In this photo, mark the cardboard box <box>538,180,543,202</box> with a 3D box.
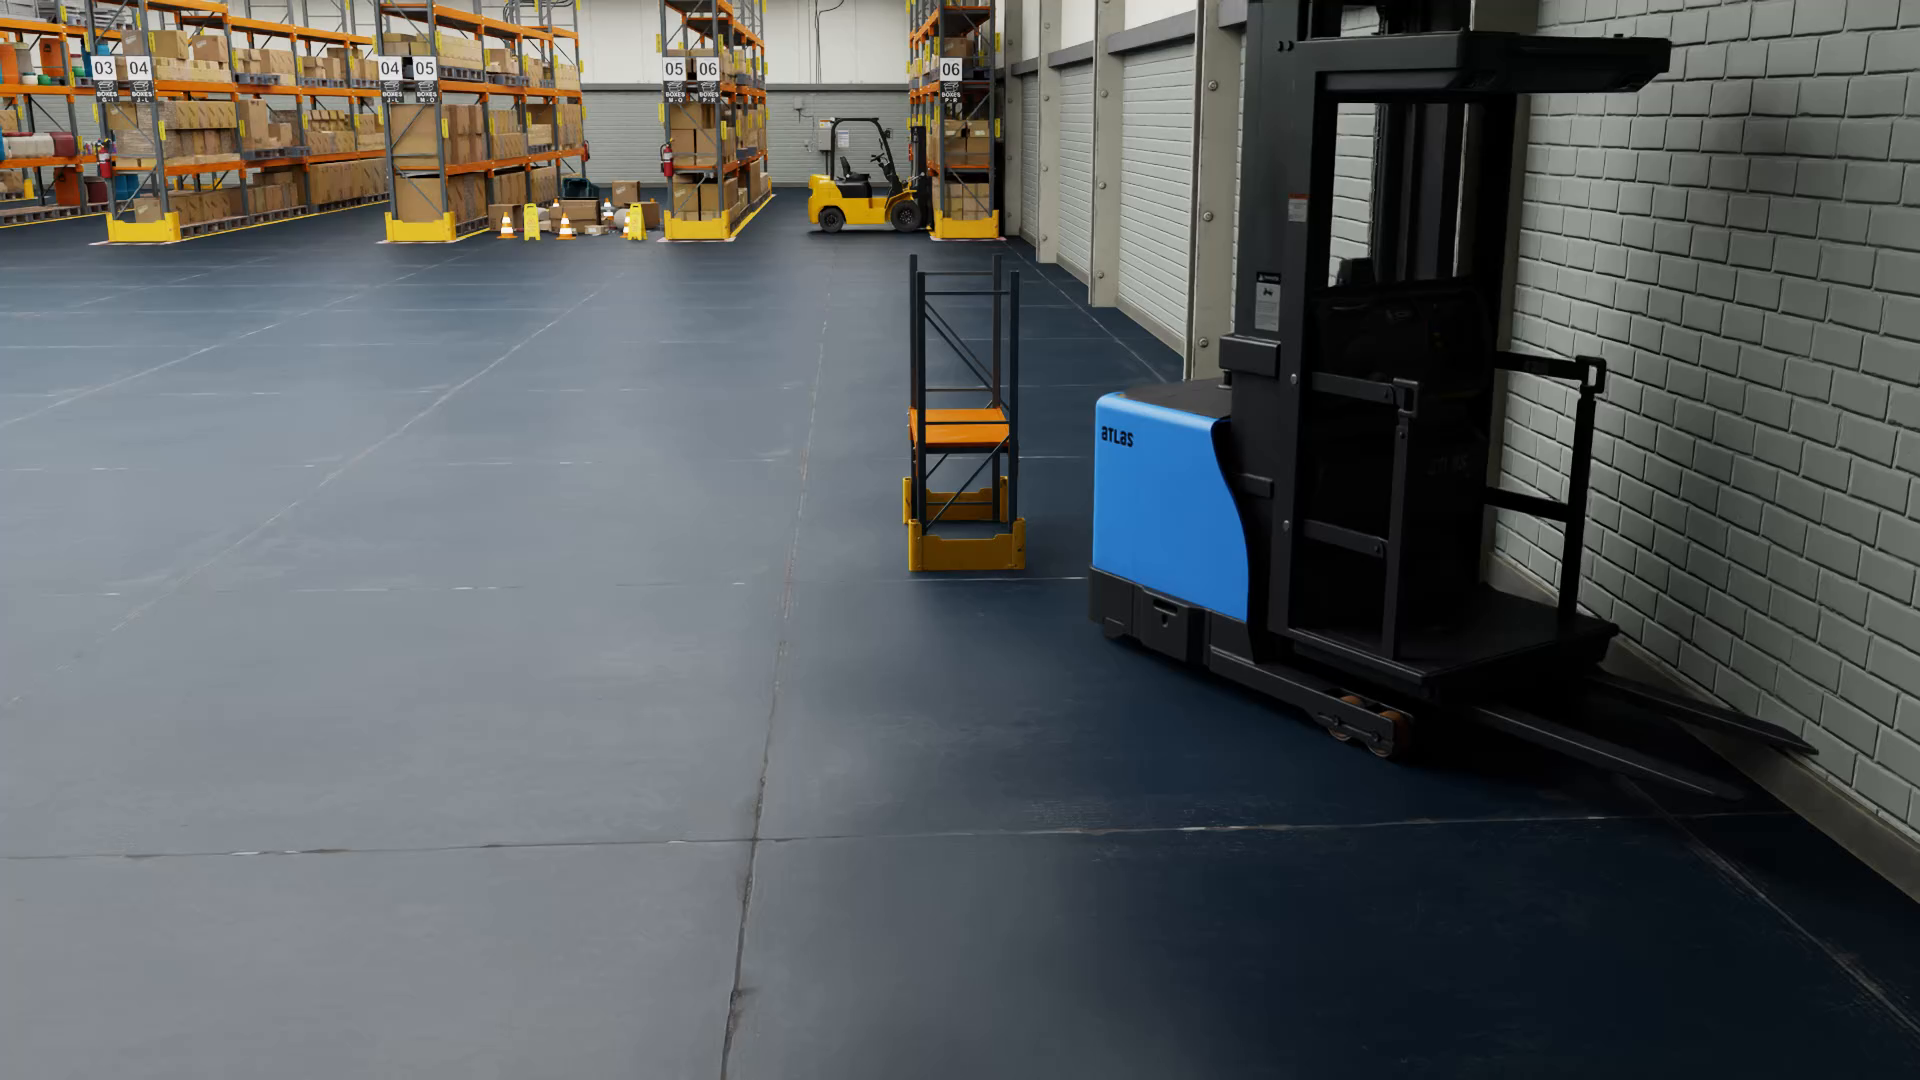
[{"bbox_3d":[-10.081,-8.183,38.985,0.500,0.500,0.500,-1,14,-3],"label":"cardboard box"}]

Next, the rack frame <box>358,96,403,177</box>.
[{"bbox_3d":[-15.709,-10.824,45.074,1.000,3.000,0.127,-1,14,-3],"label":"rack frame"}]

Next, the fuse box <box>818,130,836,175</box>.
[{"bbox_3d":[-4.085,-11.751,51.263,0.539,1.711,0.414,-1,14,-3],"label":"fuse box"}]

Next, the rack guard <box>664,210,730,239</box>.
[{"bbox_3d":[-4.832,-5.806,30.588,1.175,0.500,0.348,-1,14,-3],"label":"rack guard"}]

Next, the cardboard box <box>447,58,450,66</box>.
[{"bbox_3d":[-9.494,-8.695,30.240,0.380,0.149,0.250,-1,14,-3],"label":"cardboard box"}]

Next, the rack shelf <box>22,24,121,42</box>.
[{"bbox_3d":[-20.281,-11.618,38.369,1.077,0.370,4.000,-1,14,-3],"label":"rack shelf"}]

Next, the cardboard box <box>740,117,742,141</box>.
[{"bbox_3d":[-4.849,-8.634,34.922,0.500,0.500,0.500,-1,14,-3],"label":"cardboard box"}]

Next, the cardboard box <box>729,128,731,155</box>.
[{"bbox_3d":[-4.687,-7.694,32.112,0.500,0.500,0.500,-1,14,-5],"label":"cardboard box"}]

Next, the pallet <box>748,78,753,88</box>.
[{"bbox_3d":[-5.416,-10.508,38.205,1.213,0.211,1.003,0,14,-1],"label":"pallet"}]

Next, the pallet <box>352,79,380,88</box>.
[{"bbox_3d":[-15.574,-11.745,42.813,1.003,0.211,1.213,-1,14,-3],"label":"pallet"}]

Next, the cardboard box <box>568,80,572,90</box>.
[{"bbox_3d":[-10.352,-11.764,43.009,0.500,0.250,0.500,0,14,-1],"label":"cardboard box"}]

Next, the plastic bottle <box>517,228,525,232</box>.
[{"bbox_3d":[-8.477,-6.042,32.386,0.283,0.061,0.133,-6,16,-23],"label":"plastic bottle"}]

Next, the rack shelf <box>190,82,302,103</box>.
[{"bbox_3d":[-15.090,-9.441,35.124,1.077,0.370,4.000,-1,14,-3],"label":"rack shelf"}]

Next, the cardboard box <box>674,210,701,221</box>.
[{"bbox_3d":[-5.147,-6.072,31.282,0.500,0.250,0.500,-1,14,-4],"label":"cardboard box"}]

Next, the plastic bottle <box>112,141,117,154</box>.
[{"bbox_3d":[-19.921,-9.239,39.148,0.061,0.283,0.133,-1,14,-3],"label":"plastic bottle"}]

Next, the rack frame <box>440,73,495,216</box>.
[{"bbox_3d":[-10.009,-7.891,33.675,1.000,3.000,0.127,-1,14,-3],"label":"rack frame"}]

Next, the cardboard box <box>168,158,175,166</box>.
[{"bbox_3d":[-14.494,-6.860,30.172,0.380,0.149,0.250,-1,14,-3],"label":"cardboard box"}]

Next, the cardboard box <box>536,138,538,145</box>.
[{"bbox_3d":[-10.167,-9.411,39.246,0.380,0.149,0.250,-1,14,-3],"label":"cardboard box"}]

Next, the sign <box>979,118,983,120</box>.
[{"bbox_3d":[0.433,-8.536,34.288,0.100,0.325,0.005,-1,14,-3],"label":"sign"}]

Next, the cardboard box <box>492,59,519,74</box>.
[{"bbox_3d":[-9.893,-10.292,36.121,0.500,0.311,0.500,-1,14,-3],"label":"cardboard box"}]

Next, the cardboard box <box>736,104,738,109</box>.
[{"bbox_3d":[-5.815,-10.968,42.124,0.380,0.149,0.250,-1,14,-2],"label":"cardboard box"}]

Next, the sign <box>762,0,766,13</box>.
[{"bbox_3d":[-5.276,-14.378,44.813,0.100,0.325,0.005,-1,14,-3],"label":"sign"}]

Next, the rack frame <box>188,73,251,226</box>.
[{"bbox_3d":[-14.966,-7.839,33.475,1.000,3.000,0.127,-1,14,-3],"label":"rack frame"}]

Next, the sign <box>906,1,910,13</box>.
[{"bbox_3d":[-1.406,-14.442,45.064,0.100,0.325,0.005,-1,14,-3],"label":"sign"}]

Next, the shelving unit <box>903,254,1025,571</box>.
[{"bbox_3d":[0.005,-0.707,8.766,0.587,1.500,1.083,-1,14,-3],"label":"shelving unit"}]

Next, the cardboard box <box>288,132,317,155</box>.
[{"bbox_3d":[-14.972,-9.008,37.815,0.500,0.500,0.500,0,14,-2],"label":"cardboard box"}]

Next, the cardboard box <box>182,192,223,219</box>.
[{"bbox_3d":[-14.938,-6.590,32.792,0.500,0.500,0.500,4,15,14],"label":"cardboard box"}]

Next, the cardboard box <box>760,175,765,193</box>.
[{"bbox_3d":[-5.558,-9.325,43.548,0.875,0.438,0.875,-1,14,-5],"label":"cardboard box"}]

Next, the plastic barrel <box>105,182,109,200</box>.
[{"bbox_3d":[-20.399,-8.297,39.405,0.421,0.512,0.421,0,14,0],"label":"plastic barrel"}]

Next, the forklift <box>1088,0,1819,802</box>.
[{"bbox_3d":[1.801,-0.771,6.142,1.130,2.935,3.031,-9,17,-32],"label":"forklift"}]

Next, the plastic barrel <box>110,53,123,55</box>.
[{"bbox_3d":[-20.146,-11.276,39.591,0.600,0.588,0.600,0,14,0],"label":"plastic barrel"}]

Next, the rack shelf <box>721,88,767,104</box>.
[{"bbox_3d":[-5.694,-11.584,43.451,1.077,0.370,4.000,-1,14,-3],"label":"rack shelf"}]

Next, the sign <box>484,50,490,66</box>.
[{"bbox_3d":[-9.455,-9.641,33.261,0.100,0.325,0.005,-1,14,-3],"label":"sign"}]

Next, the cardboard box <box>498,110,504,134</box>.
[{"bbox_3d":[-10.140,-8.926,35.491,0.700,0.500,0.500,-1,14,-4],"label":"cardboard box"}]

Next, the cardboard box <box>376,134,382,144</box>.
[{"bbox_3d":[-15.315,-10.396,43.117,0.500,0.250,0.500,-1,14,-3],"label":"cardboard box"}]

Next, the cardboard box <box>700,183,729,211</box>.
[{"bbox_3d":[-4.603,-6.443,31.219,0.500,0.500,0.500,-1,14,-5],"label":"cardboard box"}]

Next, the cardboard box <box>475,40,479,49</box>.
[{"bbox_3d":[-9.653,-9.711,32.589,0.380,0.149,0.250,-1,14,-4],"label":"cardboard box"}]

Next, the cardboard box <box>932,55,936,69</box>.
[{"bbox_3d":[-0.332,-9.335,32.496,0.396,0.266,0.258,-1,14,-5],"label":"cardboard box"}]

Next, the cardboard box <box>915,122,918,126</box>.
[{"bbox_3d":[-0.729,-9.863,40.298,0.700,0.500,0.500,-1,14,-4],"label":"cardboard box"}]

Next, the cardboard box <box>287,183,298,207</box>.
[{"bbox_3d":[-15.152,-7.670,36.951,0.700,0.500,0.500,-2,15,-6],"label":"cardboard box"}]

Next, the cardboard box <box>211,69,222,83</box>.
[{"bbox_3d":[-14.655,-8.980,32.189,0.500,0.250,0.500,-1,14,-2],"label":"cardboard box"}]

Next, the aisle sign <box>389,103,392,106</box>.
[{"bbox_3d":[-15.414,-12.105,44.837,0.394,0.787,0.004,-1,14,-3],"label":"aisle sign"}]

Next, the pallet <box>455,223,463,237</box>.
[{"bbox_3d":[-9.889,-5.743,30.924,1.003,0.211,1.213,-1,14,-3],"label":"pallet"}]

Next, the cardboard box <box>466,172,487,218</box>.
[{"bbox_3d":[-10.040,-6.908,33.275,0.875,0.875,0.875,-1,14,-3],"label":"cardboard box"}]

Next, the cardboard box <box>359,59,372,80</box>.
[{"bbox_3d":[-15.489,-12.041,42.543,0.700,0.500,0.500,0,14,-1],"label":"cardboard box"}]

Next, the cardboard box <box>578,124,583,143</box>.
[{"bbox_3d":[-10.468,-10.960,44.805,0.500,0.500,0.500,-1,14,-2],"label":"cardboard box"}]

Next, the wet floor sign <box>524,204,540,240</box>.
[{"bbox_3d":[-7.783,-5.779,30.192,0.267,0.644,0.232,-3,15,-13],"label":"wet floor sign"}]

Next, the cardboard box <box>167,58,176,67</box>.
[{"bbox_3d":[-14.508,-8.685,30.244,0.380,0.149,0.250,0,14,-1],"label":"cardboard box"}]

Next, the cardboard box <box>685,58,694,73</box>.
[{"bbox_3d":[-5.128,-8.645,30.289,0.500,0.250,0.500,-1,14,-4],"label":"cardboard box"}]

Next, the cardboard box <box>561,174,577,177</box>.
[{"bbox_3d":[-10.341,-9.601,44.007,0.380,0.149,0.250,0,14,-1],"label":"cardboard box"}]

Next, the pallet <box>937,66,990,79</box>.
[{"bbox_3d":[0.109,-8.661,30.827,1.003,0.211,1.213,-1,14,-3],"label":"pallet"}]
